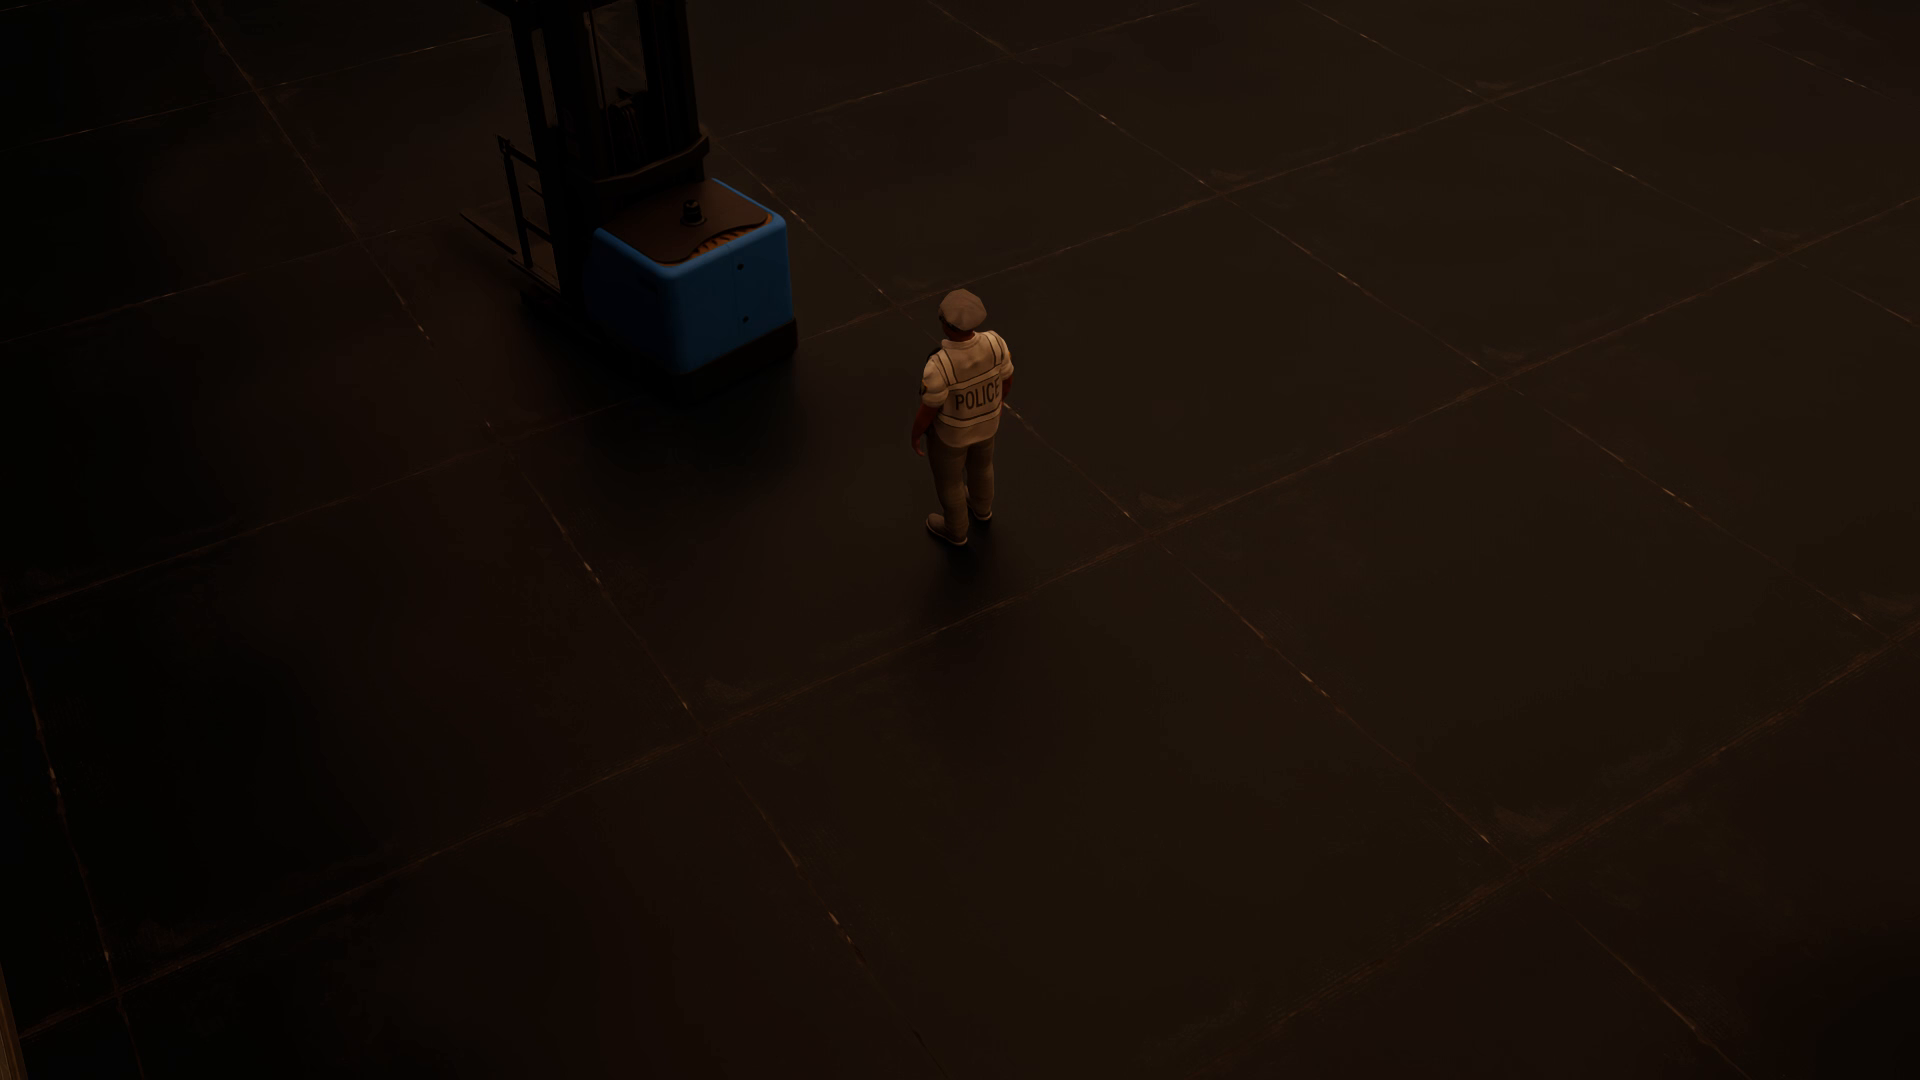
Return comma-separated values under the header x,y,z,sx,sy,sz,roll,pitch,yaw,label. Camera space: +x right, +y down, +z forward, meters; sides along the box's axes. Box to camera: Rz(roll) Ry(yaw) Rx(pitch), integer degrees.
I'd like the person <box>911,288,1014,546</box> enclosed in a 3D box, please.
x,y,z,sx,sy,sz,roll,pitch,yaw,label
-0.032,-0.723,9.562,0.641,1.779,0.574,-23,46,-24,person

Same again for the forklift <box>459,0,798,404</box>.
x,y,z,sx,sy,sz,roll,pitch,yaw,label
-2.511,-2.874,11.159,1.130,2.935,3.031,-33,51,-32,forklift
